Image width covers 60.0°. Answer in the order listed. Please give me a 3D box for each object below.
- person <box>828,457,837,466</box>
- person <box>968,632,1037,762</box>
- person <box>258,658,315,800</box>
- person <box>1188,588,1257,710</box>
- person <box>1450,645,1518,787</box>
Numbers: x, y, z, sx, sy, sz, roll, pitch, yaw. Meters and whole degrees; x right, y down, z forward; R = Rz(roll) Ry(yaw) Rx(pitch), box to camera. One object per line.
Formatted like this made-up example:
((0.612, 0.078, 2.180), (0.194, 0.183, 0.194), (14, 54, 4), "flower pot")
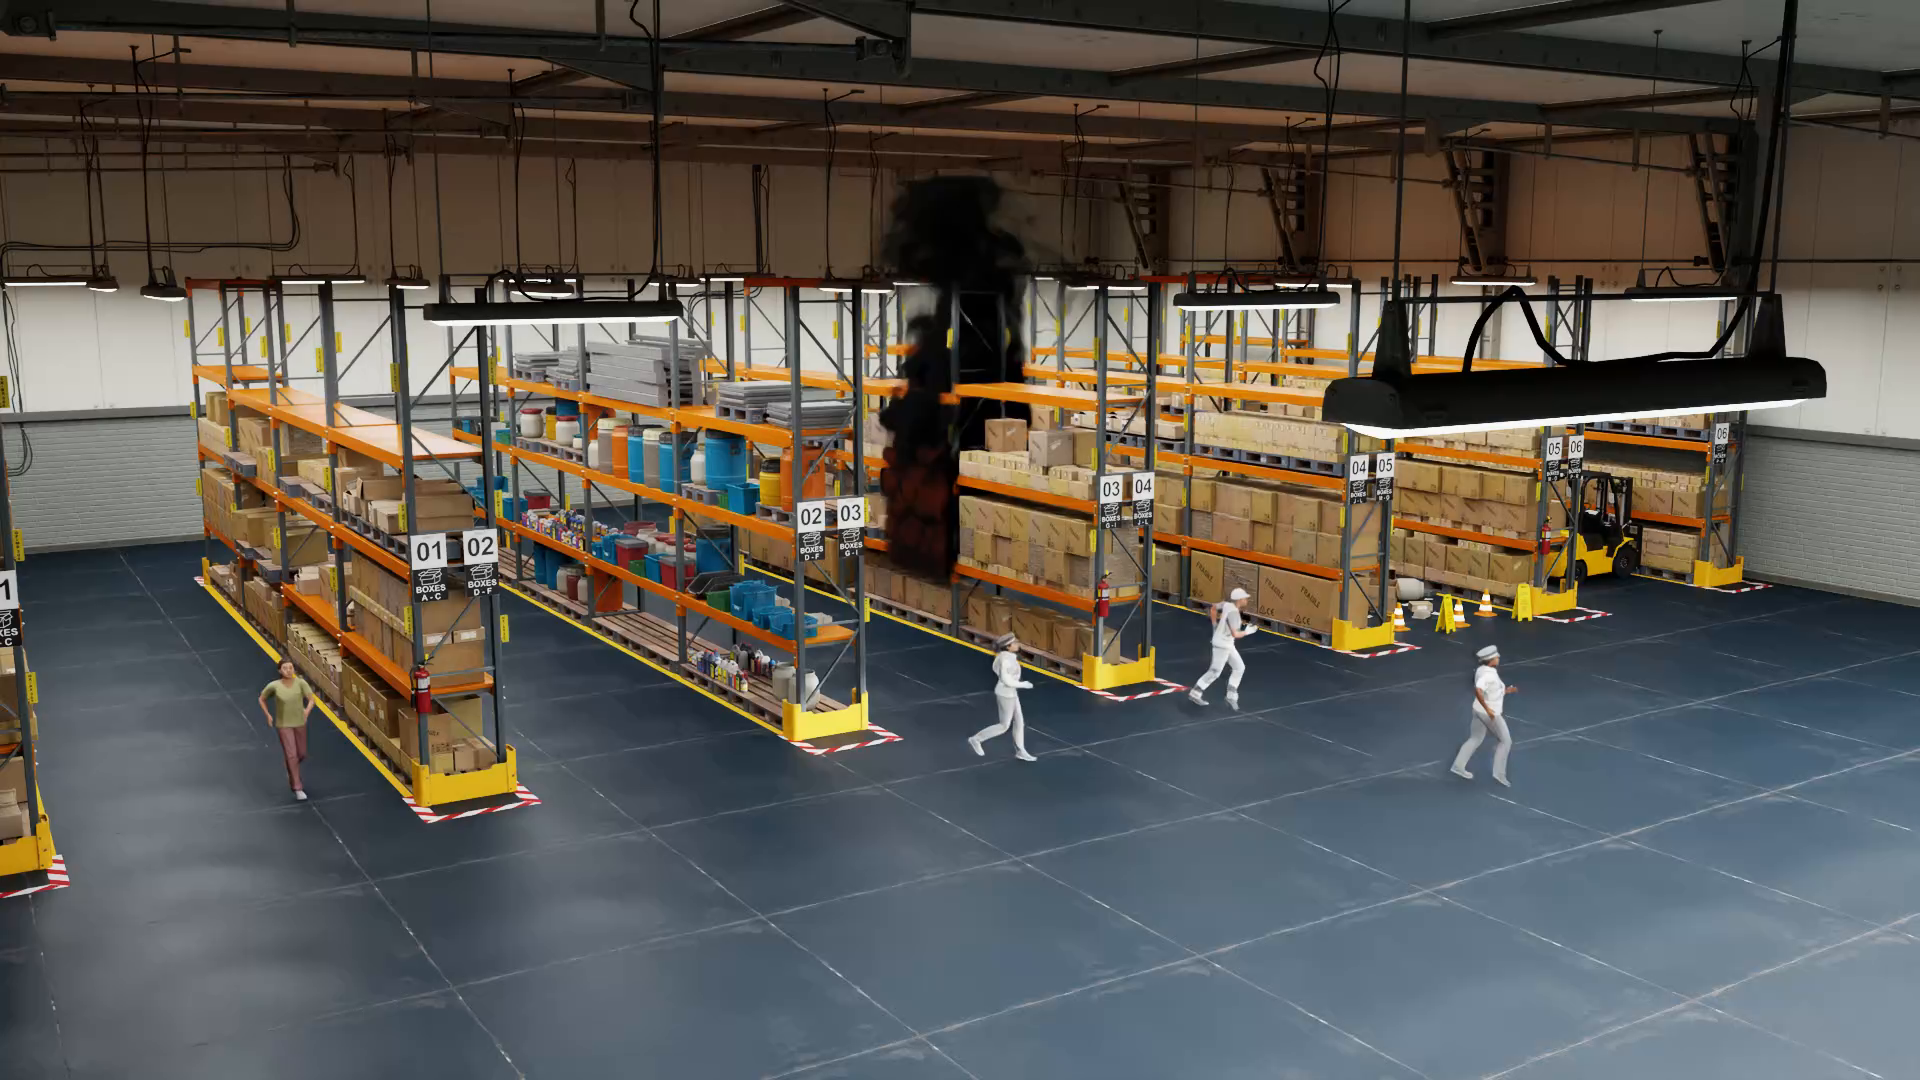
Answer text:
((-3.326, -1.344, 41.408), (0.556, 1.566, 0.664), (-6, 11, -32), "person")
((0.543, 1.995, 21.144), (0.881, 1.707, 0.625), (0, 10, -1), "person")
((-8.003, 2.207, 19.850), (0.604, 1.647, 0.907), (-7, 12, -35), "person")
((3.724, 1.574, 23.578), (0.948, 1.824, 0.682), (1, 10, 7), "person")
((6.399, 2.144, 20.199), (0.752, 1.758, 0.545), (-1, 10, -6), "person")
